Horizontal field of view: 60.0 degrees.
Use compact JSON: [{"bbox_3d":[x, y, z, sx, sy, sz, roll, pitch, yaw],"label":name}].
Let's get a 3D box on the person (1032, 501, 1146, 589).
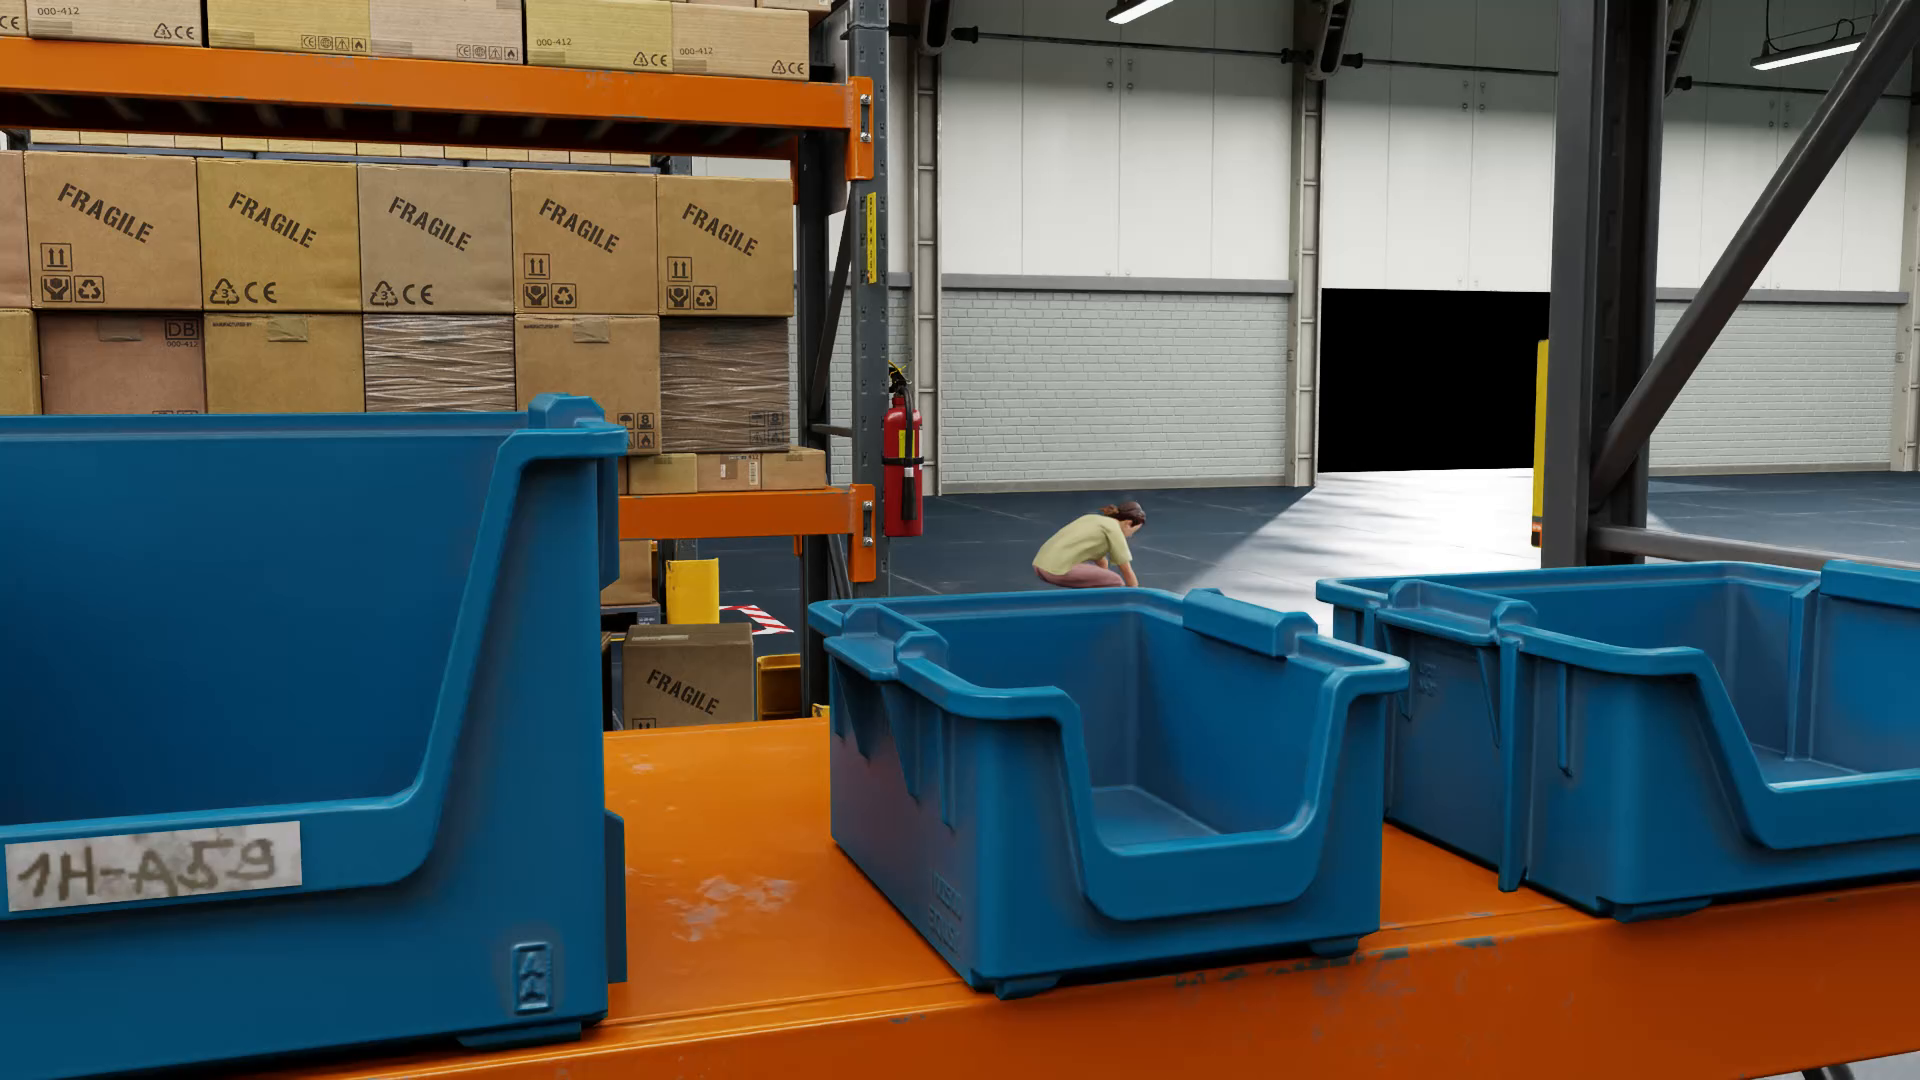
[{"bbox_3d":[0.865,0.198,10.977,0.800,0.890,0.490,-2,6,-19],"label":"person"}]
